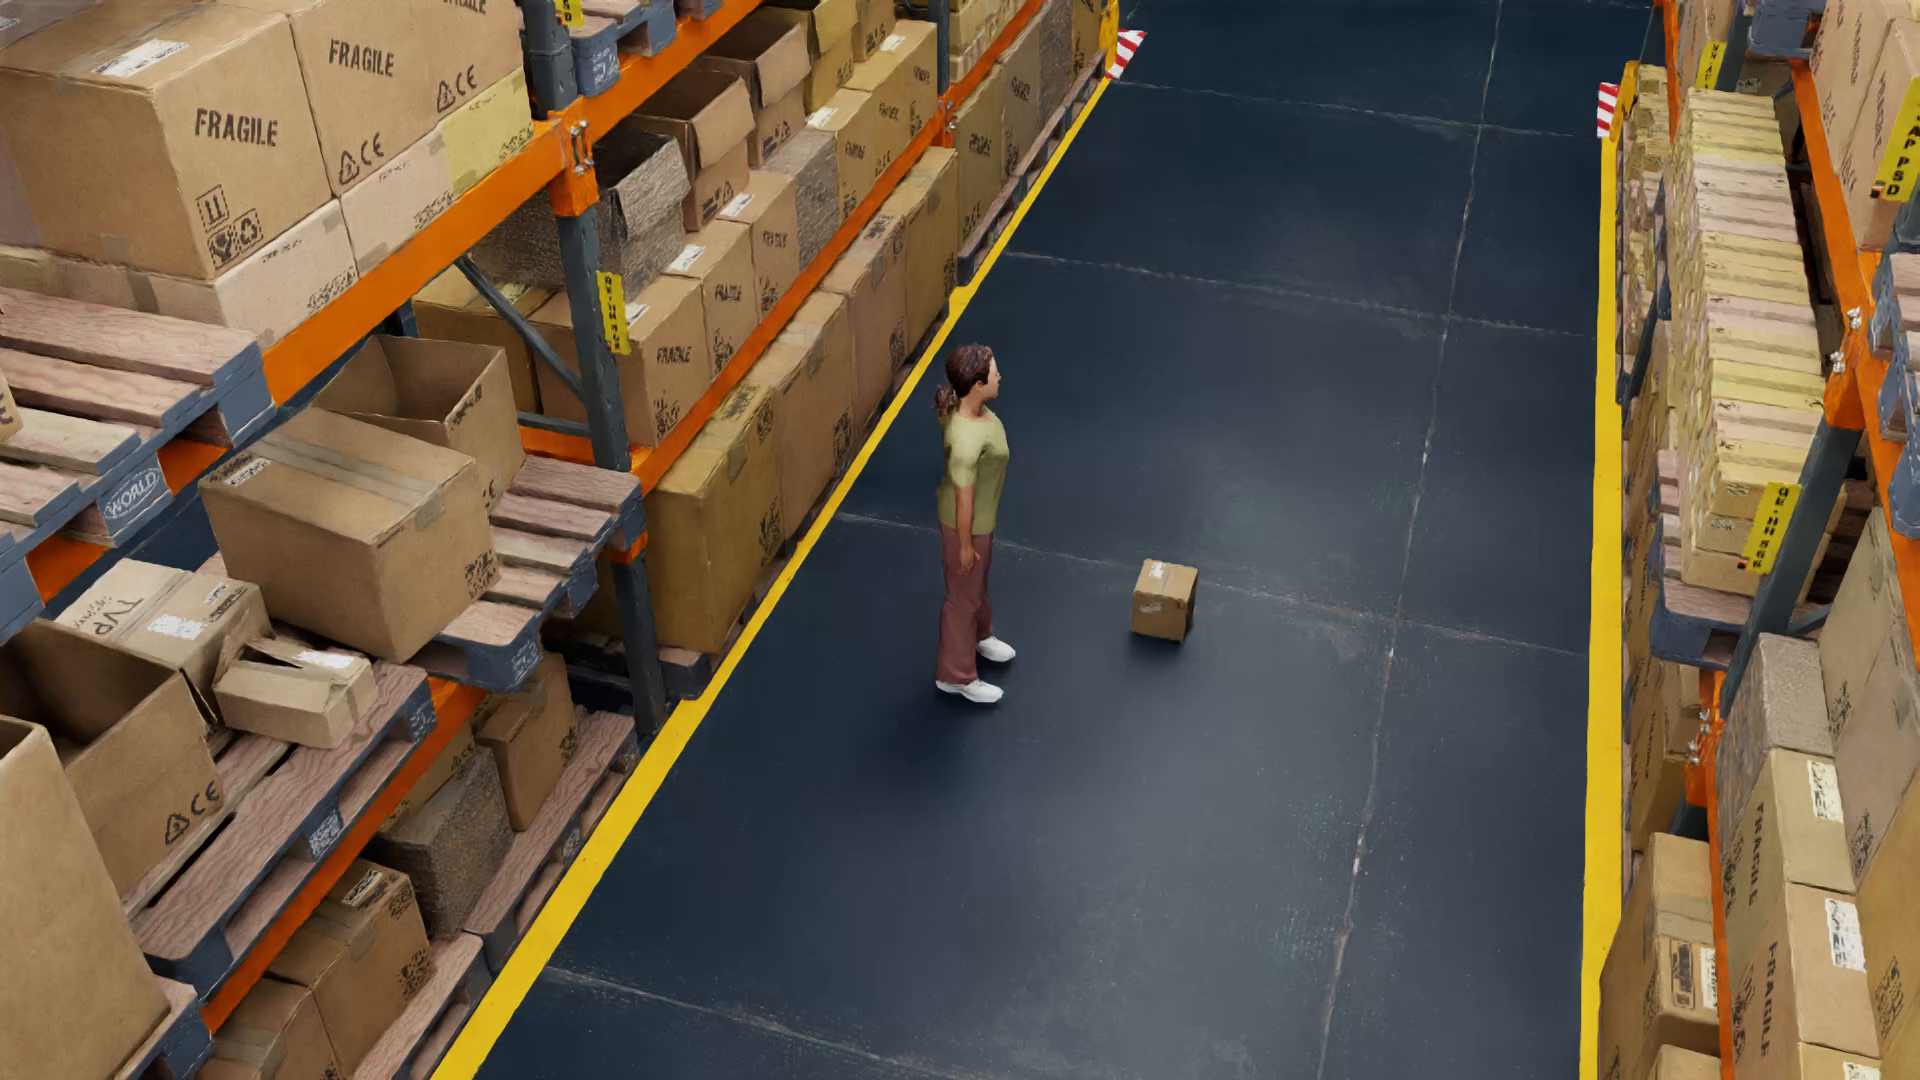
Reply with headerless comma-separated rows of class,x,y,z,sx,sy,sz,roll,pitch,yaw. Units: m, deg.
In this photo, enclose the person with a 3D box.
person,0.069,-0.098,6.988,0.370,1.676,0.518,-2,37,-3
